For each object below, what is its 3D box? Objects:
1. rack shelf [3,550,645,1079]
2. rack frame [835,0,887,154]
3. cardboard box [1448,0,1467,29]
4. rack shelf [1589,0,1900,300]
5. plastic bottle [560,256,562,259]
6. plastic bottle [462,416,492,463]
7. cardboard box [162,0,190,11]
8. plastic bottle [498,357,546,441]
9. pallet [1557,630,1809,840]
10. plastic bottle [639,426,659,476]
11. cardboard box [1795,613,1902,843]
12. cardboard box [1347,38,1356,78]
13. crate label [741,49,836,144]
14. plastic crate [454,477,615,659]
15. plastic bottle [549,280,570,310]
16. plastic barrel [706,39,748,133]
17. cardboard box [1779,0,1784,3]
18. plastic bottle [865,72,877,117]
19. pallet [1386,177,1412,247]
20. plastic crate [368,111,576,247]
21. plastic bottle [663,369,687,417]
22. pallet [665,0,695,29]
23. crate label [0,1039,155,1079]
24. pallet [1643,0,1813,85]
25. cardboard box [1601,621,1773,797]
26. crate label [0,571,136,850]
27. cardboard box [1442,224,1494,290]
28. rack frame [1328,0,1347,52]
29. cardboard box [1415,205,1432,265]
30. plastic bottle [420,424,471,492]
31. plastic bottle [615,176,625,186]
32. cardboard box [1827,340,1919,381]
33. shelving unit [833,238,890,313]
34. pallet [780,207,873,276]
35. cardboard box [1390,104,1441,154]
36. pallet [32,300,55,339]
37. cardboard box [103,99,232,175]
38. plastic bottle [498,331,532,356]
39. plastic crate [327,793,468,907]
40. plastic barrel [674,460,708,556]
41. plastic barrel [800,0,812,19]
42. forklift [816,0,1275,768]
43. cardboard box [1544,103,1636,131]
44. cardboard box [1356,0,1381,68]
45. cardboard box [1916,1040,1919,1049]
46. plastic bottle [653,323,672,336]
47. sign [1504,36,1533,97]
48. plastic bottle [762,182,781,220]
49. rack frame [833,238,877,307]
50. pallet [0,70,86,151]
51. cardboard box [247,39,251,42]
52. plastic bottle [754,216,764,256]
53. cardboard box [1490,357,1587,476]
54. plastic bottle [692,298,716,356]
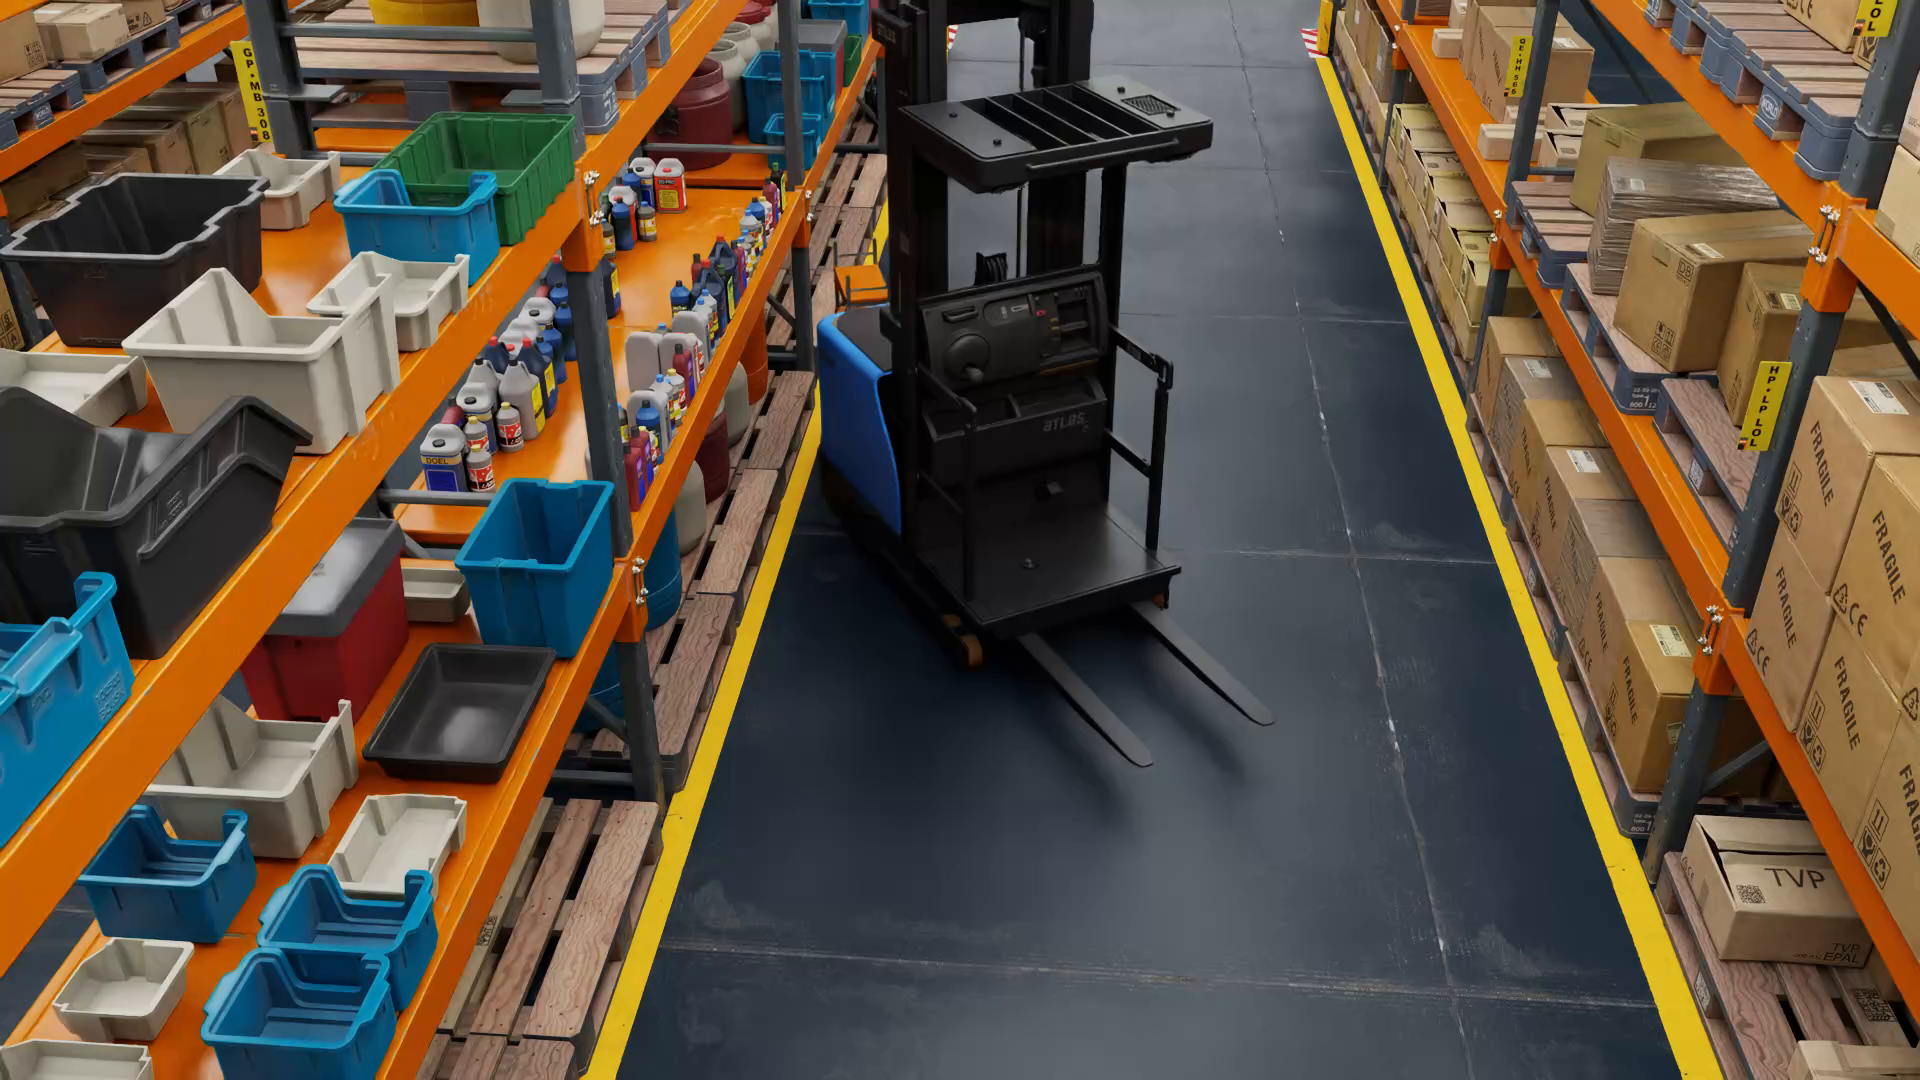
[{"bbox_3d":[-1.885,1.213,4.609,1.077,0.370,4.000,2,32,4],"label":"rack shelf"},{"bbox_3d":[-1.071,-4.322,12.905,1.000,3.000,0.127,2,32,4],"label":"rack frame"},{"bbox_3d":[3.869,-3.786,12.177,0.500,0.250,0.500,4,32,7],"label":"cardboard box"},{"bbox_3d":[3.377,-1.942,6.869,1.077,0.370,4.000,2,32,4],"label":"rack shelf"},{"bbox_3d":[-1.867,-1.240,8.022,0.152,0.276,0.135,2,32,4],"label":"plastic bottle"},{"bbox_3d":[-1.959,-0.404,6.735,0.097,0.201,0.097,0,32,0],"label":"plastic bottle"},{"bbox_3d":[-6.212,-4.559,12.316,1.000,1.000,1.000,3,32,4],"label":"cardboard box"},{"bbox_3d":[-1.830,-0.607,6.922,0.144,0.351,0.185,2,32,4],"label":"plastic bottle"},{"bbox_3d":[3.243,0.835,7.195,1.003,0.211,1.213,2,32,4],"label":"pallet"},{"bbox_3d":[-1.265,-0.359,6.663,0.097,0.201,0.097,0,32,0],"label":"plastic bottle"},{"bbox_3d":[2.863,0.554,4.896,0.500,0.500,0.500,3,32,5],"label":"cardboard box"},{"bbox_3d":[3.848,-4.415,15.275,0.500,0.250,0.500,2,32,4],"label":"cardboard box"},{"bbox_3d":[-1.046,-2.754,10.326,0.502,0.435,0.616,2,32,4],"label":"crate label"},{"bbox_3d":[-1.421,0.101,5.686,0.392,0.384,0.575,2,32,4],"label":"plastic crate"},{"bbox_3d":[-1.858,-1.080,7.766,0.097,0.271,0.097,0,32,0],"label":"plastic bottle"},{"bbox_3d":[-1.526,-2.826,10.369,0.421,0.512,0.421,0,32,0],"label":"plastic barrel"},{"bbox_3d":[3.434,-2.424,6.375,0.600,0.600,0.600,1,32,2],"label":"cardboard box"},{"bbox_3d":[-0.736,-3.793,14.151,0.144,0.351,0.185,2,32,4],"label":"plastic bottle"},{"bbox_3d":[3.844,-2.535,12.662,1.003,0.211,1.213,2,32,4],"label":"pallet"},{"bbox_3d":[-1.456,-1.092,5.005,0.450,0.188,0.662,2,32,4],"label":"plastic crate"},{"bbox_3d":[-1.223,-0.633,7.108,0.097,0.201,0.097,0,32,0],"label":"plastic bottle"},{"bbox_3d":[-1.667,-2.343,7.014,1.003,0.211,1.213,2,32,4],"label":"pallet"},{"bbox_3d":[-2.126,1.307,3.964,0.396,0.136,0.243,2,32,4],"label":"crate label"},{"bbox_3d":[3.419,-2.003,6.461,1.213,0.211,1.003,2,32,4],"label":"pallet"},{"bbox_3d":[2.969,0.681,6.749,0.500,0.500,0.500,2,32,4],"label":"cardboard box"},{"bbox_3d":[-1.651,0.270,2.735,0.408,0.251,0.502,2,32,4],"label":"crate label"},{"bbox_3d":[3.373,-1.821,10.531,0.500,0.311,0.500,2,32,3],"label":"cardboard box"},{"bbox_3d":[4.191,-6.201,15.952,1.000,3.000,0.127,2,32,4],"label":"rack frame"},{"bbox_3d":[3.461,-2.113,11.540,0.500,0.250,0.500,3,32,5],"label":"cardboard box"},{"bbox_3d":[-2.013,-0.306,6.506,0.152,0.276,0.135,2,32,4],"label":"plastic bottle"},{"bbox_3d":[-1.826,-1.799,8.921,0.061,0.283,0.133,2,32,4],"label":"plastic bottle"},{"bbox_3d":[3.476,-0.385,6.020,0.700,0.500,0.500,-8,33,-13],"label":"cardboard box"},{"bbox_3d":[-0.529,-1.009,9.244,0.258,1.200,0.503,-6,32,-10],"label":"shelving unit"},{"bbox_3d":[-1.193,-2.083,11.929,1.003,0.211,1.213,2,32,4],"label":"pallet"},{"bbox_3d":[3.584,-3.150,12.689,0.500,0.311,0.500,3,32,4],"label":"cardboard box"},{"bbox_3d":[-6.268,-1.664,11.249,1.003,0.211,1.213,2,32,4],"label":"pallet"},{"bbox_3d":[-6.137,-3.088,12.866,0.700,0.500,0.500,2,32,4],"label":"cardboard box"},{"bbox_3d":[-1.942,-0.761,7.244,0.152,0.276,0.135,2,32,4],"label":"plastic bottle"},{"bbox_3d":[-1.565,0.871,4.672,0.293,0.136,0.466,2,32,4],"label":"plastic crate"},{"bbox_3d":[-1.469,-0.204,8.194,0.421,0.512,0.421,0,32,0],"label":"plastic barrel"},{"bbox_3d":[-1.405,-4.347,12.467,0.600,0.901,0.708,2,32,4],"label":"plastic barrel"},{"bbox_3d":[0.359,-0.913,7.438,1.130,2.935,3.031,-15,35,-23],"label":"forklift"},{"bbox_3d":[3.806,-2.439,9.933,0.500,0.311,0.500,2,32,3],"label":"cardboard box"},{"bbox_3d":[3.801,-4.473,14.655,0.500,0.500,0.500,2,32,4],"label":"cardboard box"},{"bbox_3d":[3.389,1.734,5.221,0.500,0.311,0.500,2,32,4],"label":"cardboard box"},{"bbox_3d":[-1.337,-0.882,7.511,0.097,0.201,0.097,0,32,0],"label":"plastic bottle"},{"bbox_3d":[2.986,-2.532,8.896,0.100,0.325,0.005,2,32,4],"label":"sign"},{"bbox_3d":[-1.032,-1.857,9.094,0.097,0.201,0.097,0,32,0],"label":"plastic bottle"},{"bbox_3d":[-0.578,-1.134,9.447,0.240,1.200,0.015,-6,32,-10],"label":"rack frame"},{"bbox_3d":[-6.382,-2.738,10.517,1.213,0.211,1.003,2,32,4],"label":"pallet"},{"bbox_3d":[-5.896,-4.156,14.617,0.500,0.500,0.500,13,34,19],"label":"cardboard box"},{"bbox_3d":[-1.075,-1.584,8.650,0.097,0.201,0.097,0,32,0],"label":"plastic bottle"},{"bbox_3d":[3.181,-0.641,8.894,0.500,0.500,0.500,1,32,2],"label":"cardboard box"},{"bbox_3d":[-1.174,-0.975,7.596,0.097,0.271,0.097,0,32,0],"label":"plastic bottle"}]
